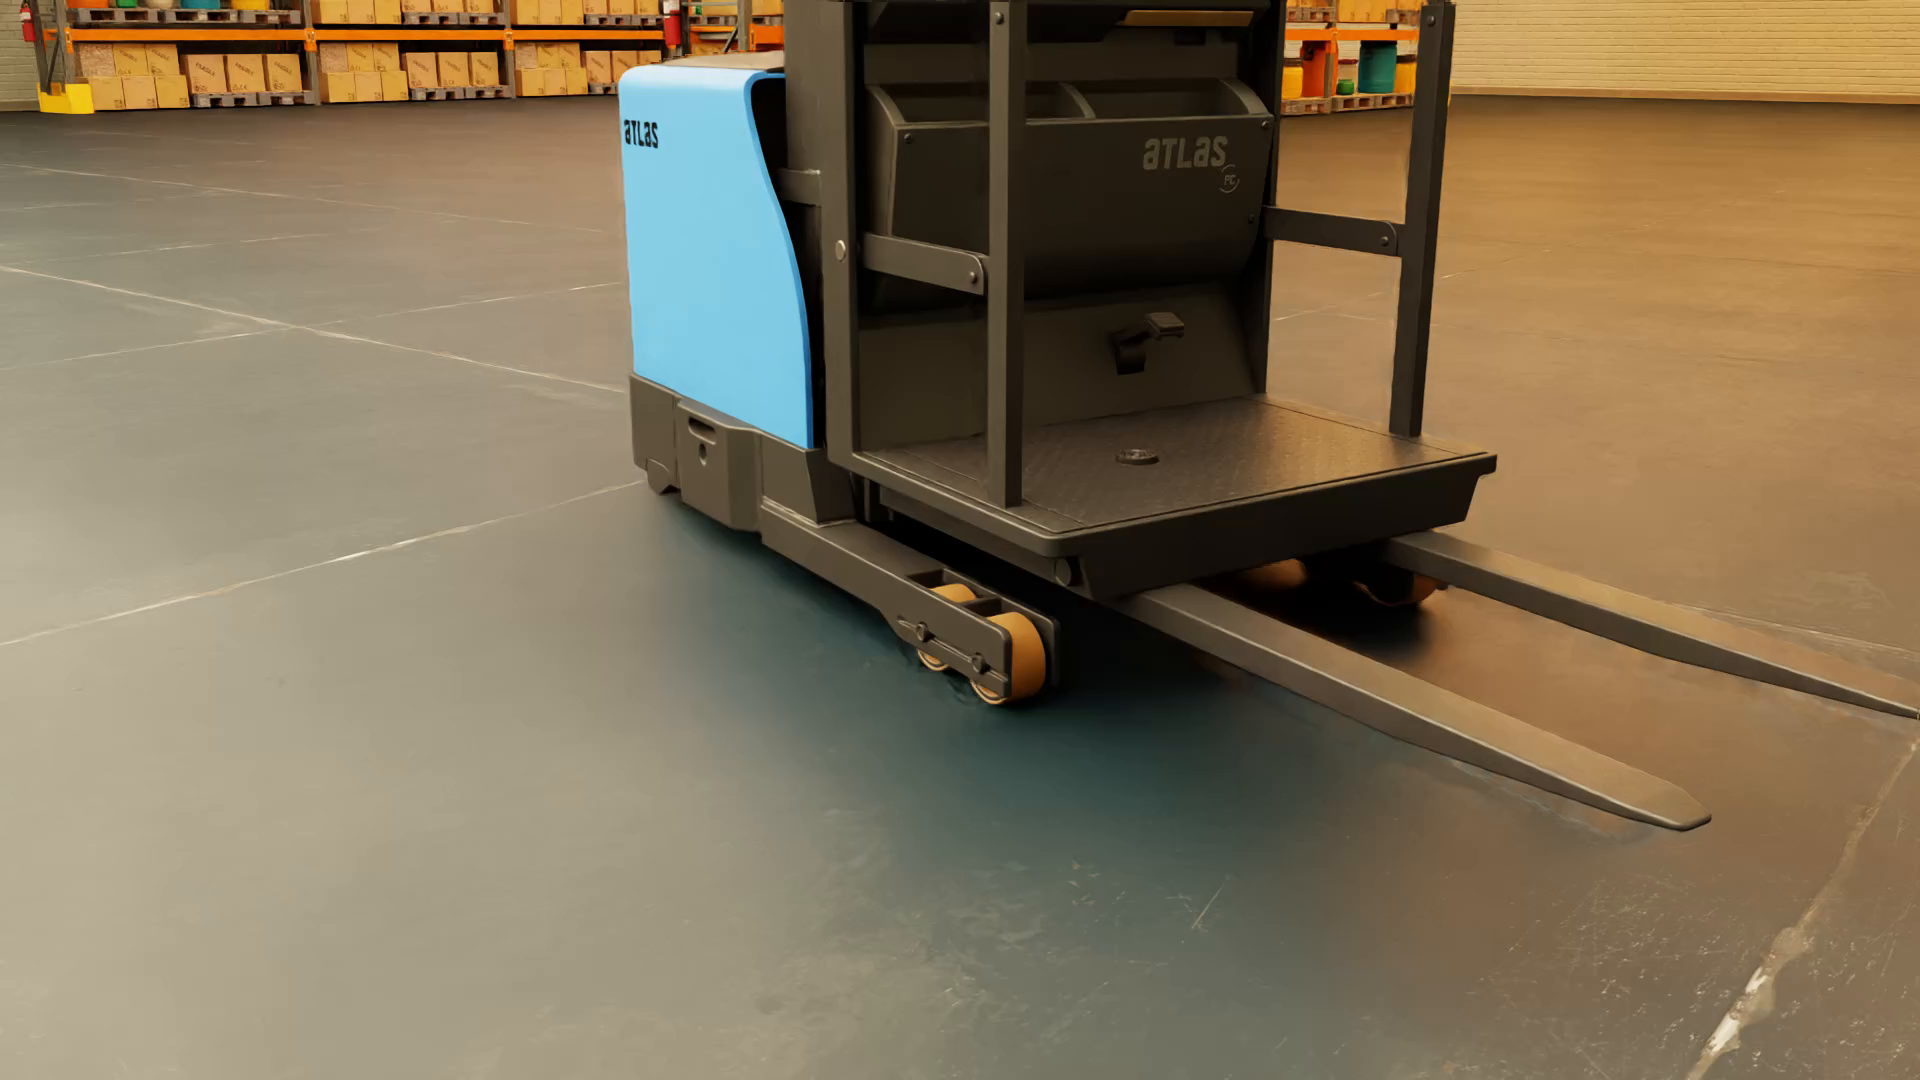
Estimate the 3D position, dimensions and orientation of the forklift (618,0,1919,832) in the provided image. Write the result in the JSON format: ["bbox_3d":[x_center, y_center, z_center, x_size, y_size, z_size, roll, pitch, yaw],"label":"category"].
[{"bbox_3d":[0.353,-1.262,3.055,1.130,2.935,3.031,-10,20,-31],"label":"forklift"}]
